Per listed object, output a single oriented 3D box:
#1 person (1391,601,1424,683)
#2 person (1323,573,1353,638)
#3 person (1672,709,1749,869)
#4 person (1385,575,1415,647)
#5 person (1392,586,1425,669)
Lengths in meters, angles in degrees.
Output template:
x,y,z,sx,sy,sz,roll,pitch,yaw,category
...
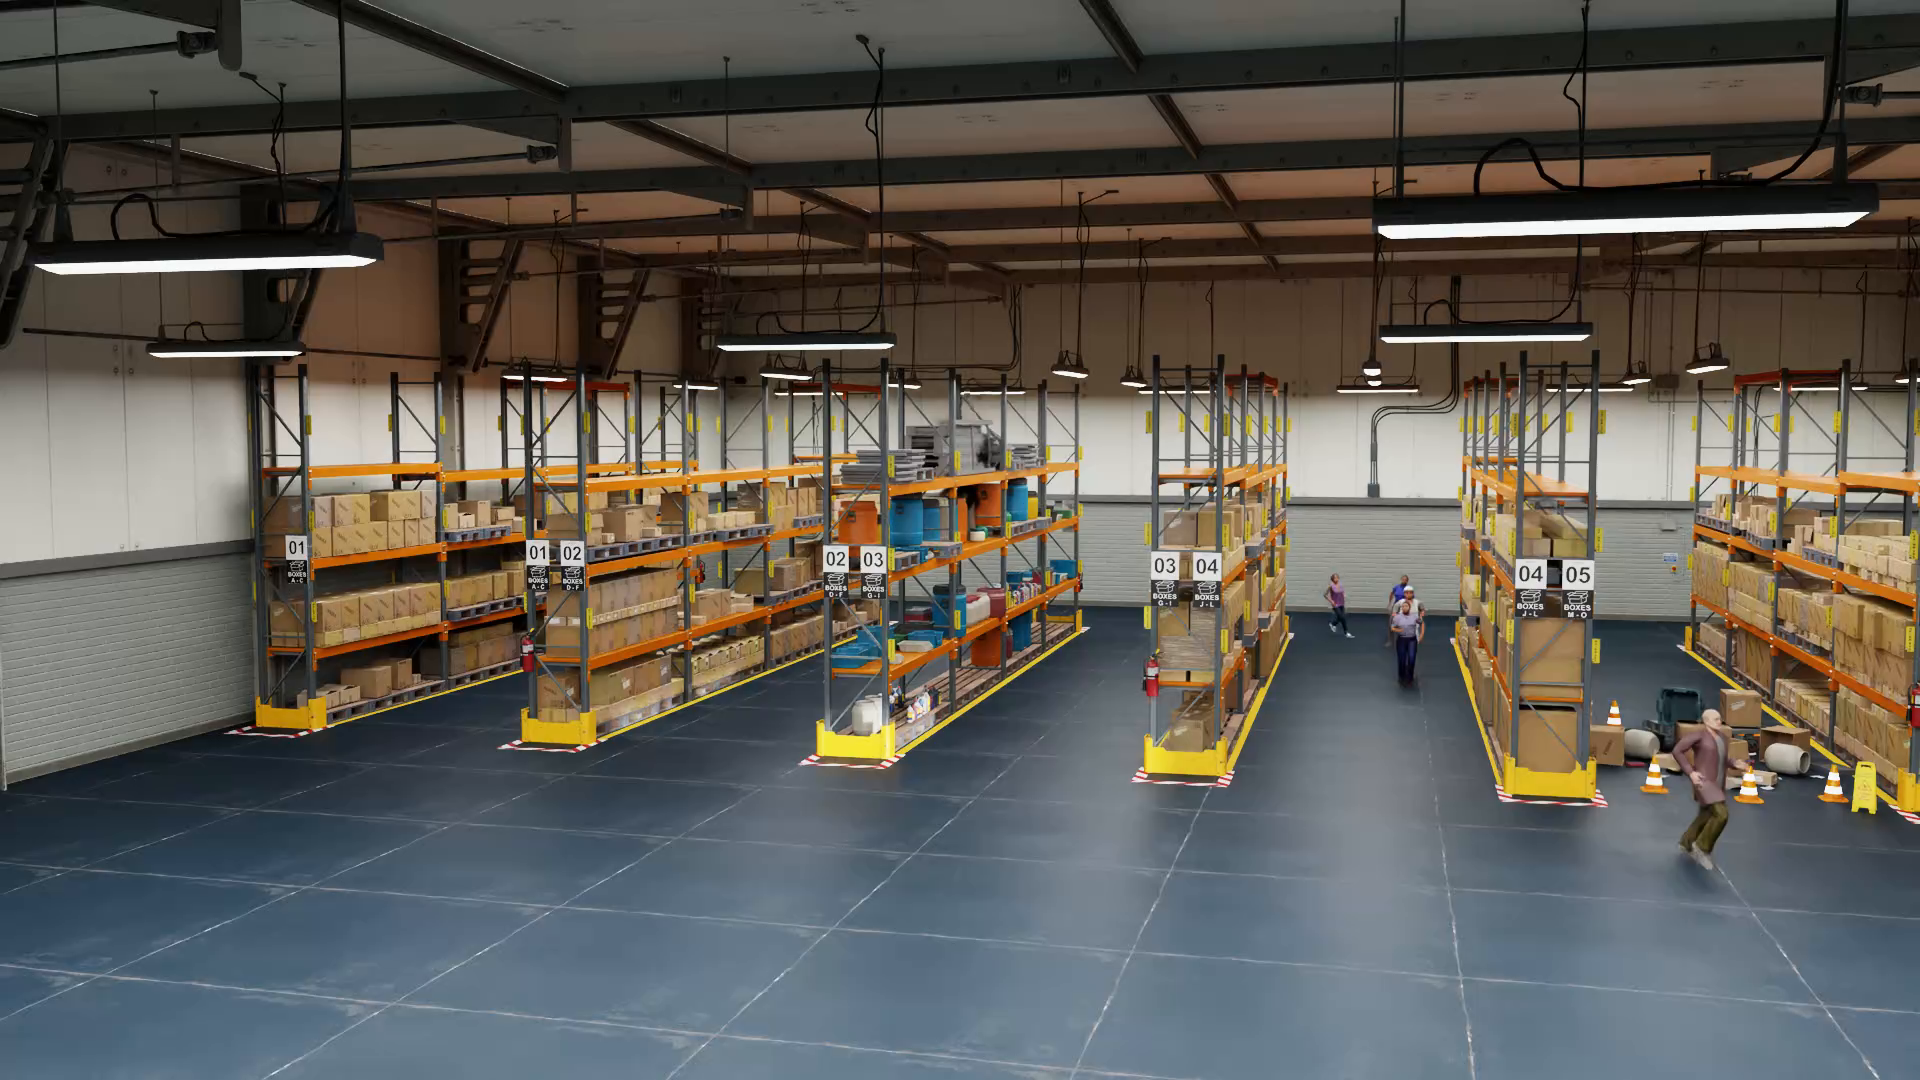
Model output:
x,y,z,sx,sy,sz,roll,pitch,yaw,category
8.551,1.924,31.804,0.607,1.514,0.729,1,4,19,person
8.835,1.539,39.218,0.598,1.535,0.763,-2,4,-28,person
8.521,2.826,18.894,0.679,1.814,0.797,-3,5,-33,person
10.014,1.607,37.729,0.615,1.637,0.778,2,5,31,person
8.953,1.758,33.200,0.653,1.710,0.837,1,4,13,person
